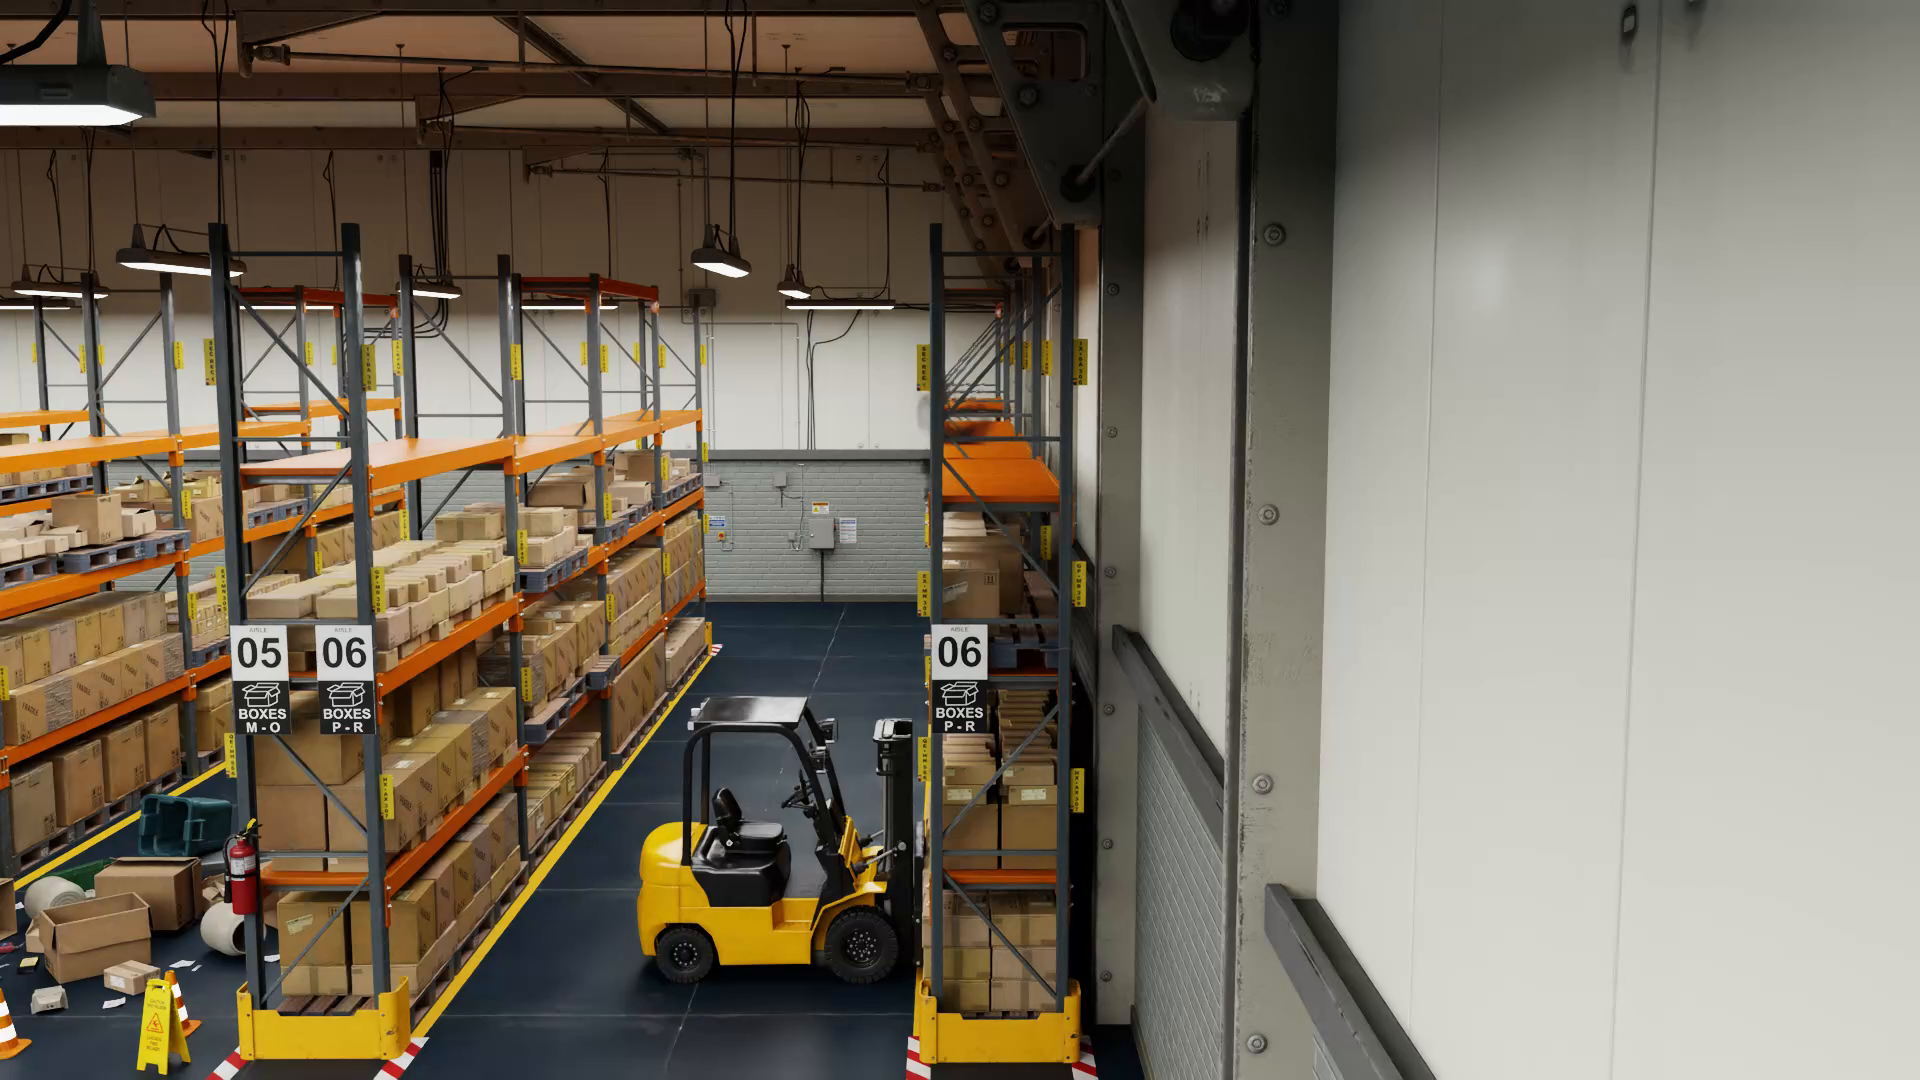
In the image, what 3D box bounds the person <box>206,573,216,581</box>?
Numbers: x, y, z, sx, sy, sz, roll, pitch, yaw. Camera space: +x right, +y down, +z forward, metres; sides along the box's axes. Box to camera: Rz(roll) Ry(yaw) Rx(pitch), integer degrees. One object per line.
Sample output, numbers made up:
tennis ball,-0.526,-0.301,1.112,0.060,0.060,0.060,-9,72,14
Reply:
person,-11.500,1.349,25.827,0.593,1.722,0.744,1,7,6
